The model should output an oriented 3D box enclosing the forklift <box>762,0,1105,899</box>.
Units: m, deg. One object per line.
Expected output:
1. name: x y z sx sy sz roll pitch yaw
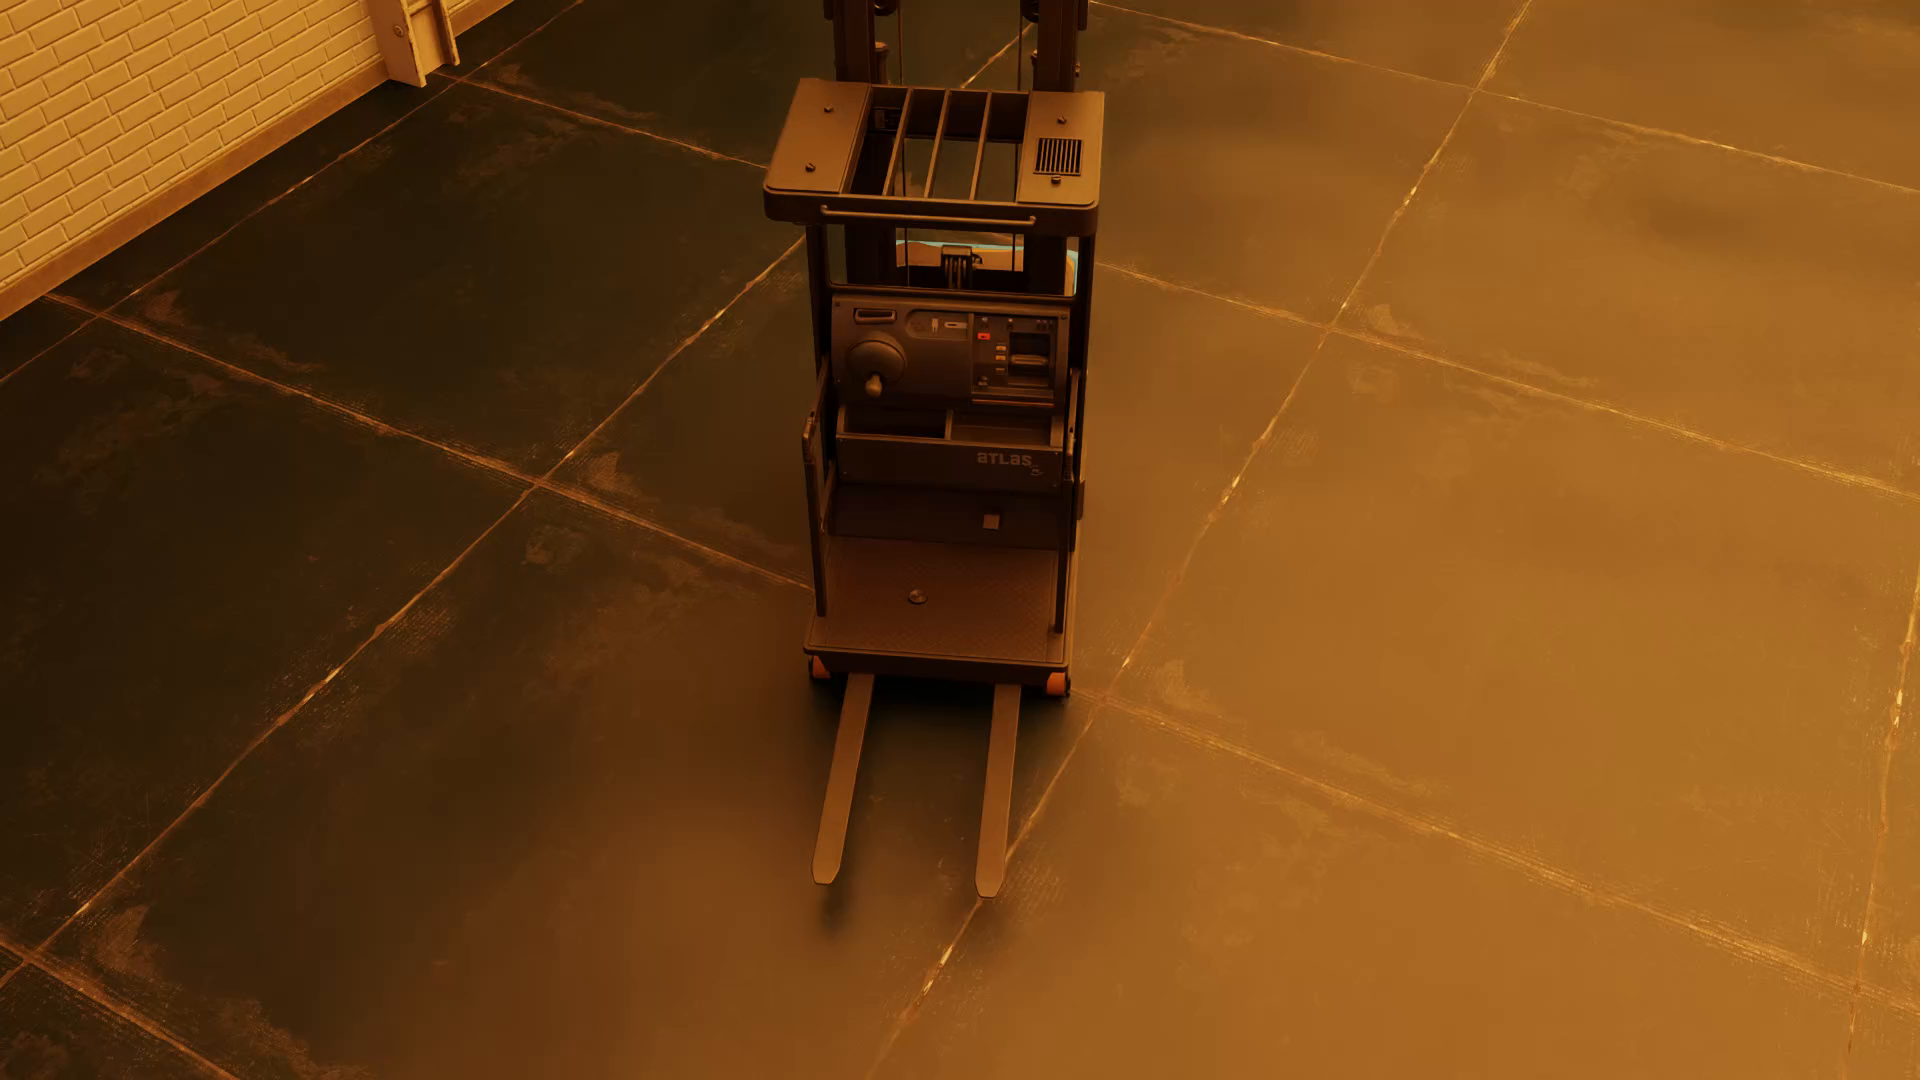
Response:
1. forklift: -0.059 -0.651 6.345 1.130 2.935 3.031 4 43 4
